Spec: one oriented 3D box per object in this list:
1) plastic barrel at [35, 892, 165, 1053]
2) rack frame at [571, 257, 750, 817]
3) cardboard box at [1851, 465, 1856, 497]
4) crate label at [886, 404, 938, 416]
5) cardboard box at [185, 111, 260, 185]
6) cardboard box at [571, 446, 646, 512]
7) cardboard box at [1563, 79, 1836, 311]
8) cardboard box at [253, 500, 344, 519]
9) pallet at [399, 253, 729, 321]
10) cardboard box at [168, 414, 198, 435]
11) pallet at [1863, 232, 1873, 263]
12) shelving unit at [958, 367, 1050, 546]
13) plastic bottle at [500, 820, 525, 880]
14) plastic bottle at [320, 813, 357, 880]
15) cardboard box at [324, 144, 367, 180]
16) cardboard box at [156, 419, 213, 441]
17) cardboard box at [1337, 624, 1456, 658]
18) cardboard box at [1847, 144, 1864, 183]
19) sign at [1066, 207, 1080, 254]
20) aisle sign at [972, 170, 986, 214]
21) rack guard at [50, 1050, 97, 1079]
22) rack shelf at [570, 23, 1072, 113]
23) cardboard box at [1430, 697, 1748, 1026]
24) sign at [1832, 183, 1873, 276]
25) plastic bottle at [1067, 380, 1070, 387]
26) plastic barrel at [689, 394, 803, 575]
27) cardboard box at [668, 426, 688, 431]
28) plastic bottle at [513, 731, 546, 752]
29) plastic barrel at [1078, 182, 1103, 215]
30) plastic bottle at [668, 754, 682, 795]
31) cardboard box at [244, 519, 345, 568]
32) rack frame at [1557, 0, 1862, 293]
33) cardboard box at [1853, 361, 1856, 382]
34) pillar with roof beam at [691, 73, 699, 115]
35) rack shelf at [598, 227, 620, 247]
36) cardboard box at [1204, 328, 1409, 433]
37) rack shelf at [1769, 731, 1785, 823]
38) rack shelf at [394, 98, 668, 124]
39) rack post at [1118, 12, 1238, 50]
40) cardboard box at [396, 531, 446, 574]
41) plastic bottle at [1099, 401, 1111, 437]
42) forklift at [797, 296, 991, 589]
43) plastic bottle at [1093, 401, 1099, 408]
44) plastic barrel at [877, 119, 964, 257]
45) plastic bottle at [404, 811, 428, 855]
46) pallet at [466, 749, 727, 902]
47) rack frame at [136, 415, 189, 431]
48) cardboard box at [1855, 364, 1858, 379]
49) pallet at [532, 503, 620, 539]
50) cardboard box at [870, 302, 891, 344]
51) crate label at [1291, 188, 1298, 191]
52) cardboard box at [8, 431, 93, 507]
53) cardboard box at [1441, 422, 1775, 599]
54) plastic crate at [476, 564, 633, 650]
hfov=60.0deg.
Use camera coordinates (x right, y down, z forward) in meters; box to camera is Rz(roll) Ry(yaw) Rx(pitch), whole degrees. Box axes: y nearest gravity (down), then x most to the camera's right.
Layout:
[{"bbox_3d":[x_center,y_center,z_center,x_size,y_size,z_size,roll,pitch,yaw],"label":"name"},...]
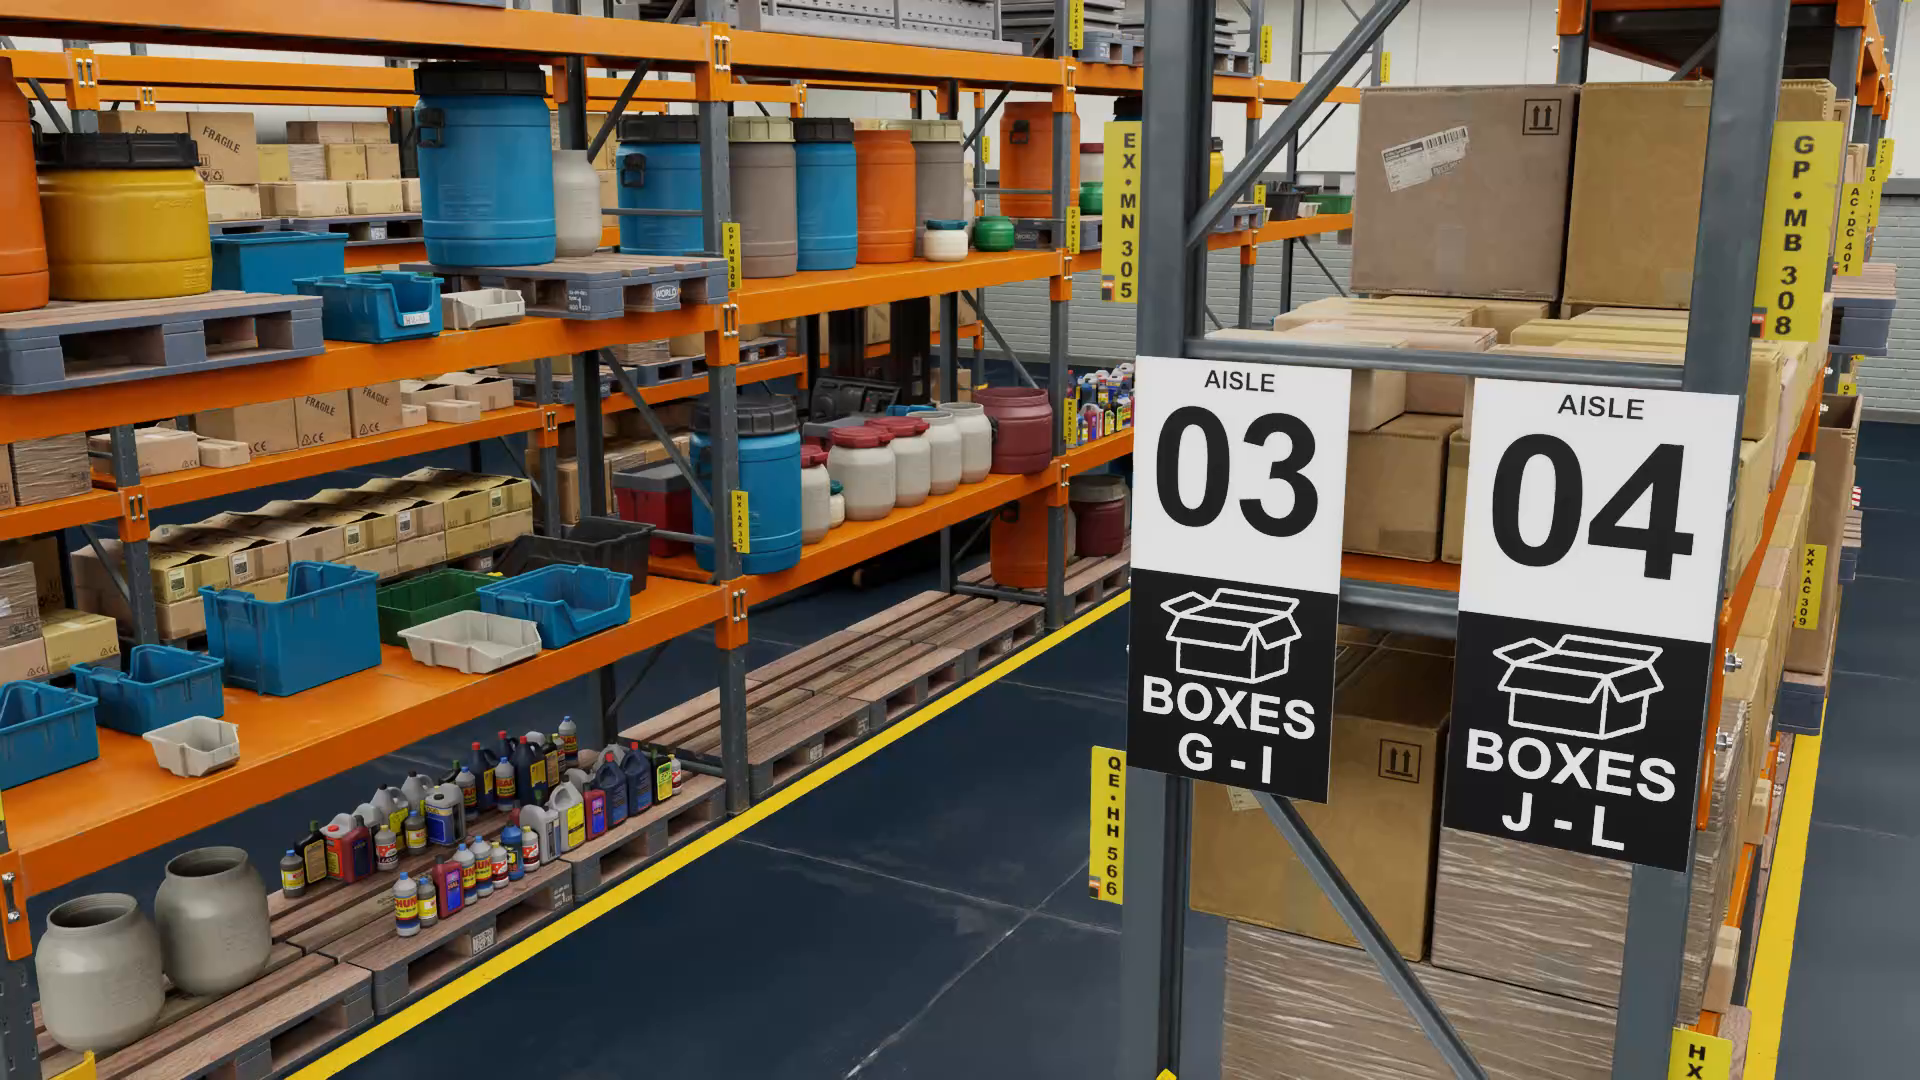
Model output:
[{"bbox_3d":[-3.301,1.658,6.386,0.421,0.512,0.421,0,14,0],"label":"plastic barrel"},{"bbox_3d":[-1.618,-0.025,8.952,1.000,3.000,0.127,7,15,28],"label":"rack frame"},{"bbox_3d":[6.293,-0.142,13.078,1.225,0.875,0.875,7,15,28],"label":"cardboard box"},{"bbox_3d":[-0.402,-0.689,11.634,0.502,0.435,0.616,7,15,28],"label":"crate label"},{"bbox_3d":[-5.365,-2.782,11.814,0.500,0.500,0.500,9,16,33],"label":"cardboard box"},{"bbox_3d":[-3.301,-0.575,15.630,0.500,0.500,0.500,7,15,26],"label":"cardboard box"},{"bbox_3d":[1.738,-0.811,3.900,0.500,0.500,0.500,7,15,28],"label":"cardboard box"},{"bbox_3d":[-5.272,-0.155,13.265,0.500,0.311,0.500,7,15,27],"label":"cardboard box"},{"bbox_3d":[-1.882,-1.232,7.963,1.213,0.211,1.003,7,15,28],"label":"pallet"},{"bbox_3d":[-7.887,-1.263,17.779,0.750,0.750,0.750,7,15,27],"label":"cardboard box"},{"bbox_3d":[4.916,-1.789,10.272,1.213,0.211,1.003,8,16,31],"label":"pallet"},{"bbox_3d":[0.411,-0.810,15.411,0.538,1.500,1.048,11,17,37],"label":"shelving unit"},{"bbox_3d":[-2.091,1.439,7.762,0.097,0.271,0.097,0,14,0],"label":"plastic bottle"},{"bbox_3d":[-2.902,1.431,7.786,0.152,0.276,0.135,8,15,28],"label":"plastic bottle"},{"bbox_3d":[-7.158,-4.219,18.800,0.700,0.500,0.500,7,15,27],"label":"cardboard box"},{"bbox_3d":[-5.688,-0.722,12.133,0.396,0.266,0.258,7,15,27],"label":"cardboard box"},{"bbox_3d":[1.070,0.434,4.069,0.500,0.500,0.500,7,15,28],"label":"cardboard box"},{"bbox_3d":[4.148,-1.702,8.227,0.500,0.500,0.500,8,16,29],"label":"cardboard box"},{"bbox_3d":[0.800,-2.192,11.764,0.100,0.325,0.005,7,15,28],"label":"sign"},{"bbox_3d":[0.149,-4.292,21.105,0.394,0.787,0.004,7,15,28],"label":"aisle sign"},{"bbox_3d":[-3.557,1.990,5.928,1.175,0.500,0.348,7,15,28],"label":"rack guard"},{"bbox_3d":[-0.652,-2.807,10.082,1.077,0.370,4.000,7,15,28],"label":"rack shelf"},{"bbox_3d":[1.288,0.596,3.397,0.500,0.500,0.500,7,15,28],"label":"cardboard box"},{"bbox_3d":[3.196,-1.113,5.964,0.100,0.325,0.005,7,15,28],"label":"sign"},{"bbox_3d":[0.897,-1.213,14.129,0.061,0.283,0.133,7,15,28],"label":"plastic bottle"},{"bbox_3d":[-1.166,-0.313,9.080,0.600,0.901,0.708,7,15,28],"label":"plastic barrel"},{"bbox_3d":[-3.029,-0.943,17.155,0.500,0.500,0.500,8,15,29],"label":"cardboard box"},{"bbox_3d":[-2.289,1.171,8.867,0.152,0.276,0.135,8,16,30],"label":"plastic bottle"},{"bbox_3d":[1.029,-2.624,12.767,0.294,0.245,0.294,0,14,0],"label":"plastic barrel"},{"bbox_3d":[-1.521,1.232,8.773,0.097,0.201,0.097,0,14,0],"label":"plastic bottle"},{"bbox_3d":[-5.039,0.008,12.590,0.500,0.311,0.500,7,15,26],"label":"cardboard box"},{"bbox_3d":[2.717,-2.380,5.921,1.000,3.000,0.127,7,15,28],"label":"rack frame"},{"bbox_3d":[7.777,-1.552,14.972,0.500,0.250,0.500,7,15,28],"label":"cardboard box"},{"bbox_3d":[-0.173,-6.690,23.798,9.100,9.000,0.400,7,15,28],"label":"pillar with roof beam"},{"bbox_3d":[-3.052,-2.926,16.122,1.077,0.370,4.000,7,15,28],"label":"rack shelf"},{"bbox_3d":[0.645,-0.314,3.223,0.380,0.149,0.250,7,15,28],"label":"cardboard box"},{"bbox_3d":[3.684,0.476,8.411,1.077,0.370,4.000,7,15,28],"label":"rack shelf"},{"bbox_3d":[-5.457,-5.571,21.546,1.077,0.370,4.000,7,15,28],"label":"rack shelf"},{"bbox_3d":[1.814,-4.376,14.364,0.937,0.300,0.954,7,15,27],"label":"rack post"},{"bbox_3d":[-4.552,0.070,13.531,0.500,0.250,0.500,8,16,29],"label":"cardboard box"},{"bbox_3d":[1.136,-0.958,13.072,0.061,0.283,0.133,7,15,28],"label":"plastic bottle"},{"bbox_3d":[-1.010,-1.156,13.792,1.130,2.935,3.031,11,17,37],"label":"forklift"},{"bbox_3d":[1.058,-0.957,13.096,0.097,0.271,0.097,0,14,0],"label":"plastic bottle"},{"bbox_3d":[-0.272,-2.403,11.349,0.600,0.901,0.600,0,14,0],"label":"plastic barrel"},{"bbox_3d":[-2.632,1.409,8.036,0.097,0.201,0.097,0,14,0],"label":"plastic bottle"},{"bbox_3d":[-1.980,1.464,8.727,1.003,0.211,1.213,7,15,28],"label":"pallet"},{"bbox_3d":[-8.357,-1.968,17.012,1.000,3.000,0.127,7,15,28],"label":"rack frame"},{"bbox_3d":[8.510,-1.639,16.186,0.380,0.149,0.250,8,15,29],"label":"cardboard box"},{"bbox_3d":[-3.625,-0.201,15.632,1.003,0.211,1.213,7,15,28],"label":"pallet"},{"bbox_3d":[-1.112,-2.558,19.247,0.500,0.500,0.500,7,15,28],"label":"cardboard box"},{"bbox_3d":[3.454,-3.720,18.197,0.408,0.251,0.502,7,15,28],"label":"crate label"},{"bbox_3d":[-6.162,-0.543,10.891,0.700,0.500,0.500,7,15,27],"label":"cardboard box"},{"bbox_3d":[1.243,-0.098,3.175,0.500,0.250,0.500,8,16,30],"label":"cardboard box"},{"bbox_3d":[-1.916,0.305,7.900,0.499,0.251,0.616,7,15,28],"label":"plastic crate"}]
